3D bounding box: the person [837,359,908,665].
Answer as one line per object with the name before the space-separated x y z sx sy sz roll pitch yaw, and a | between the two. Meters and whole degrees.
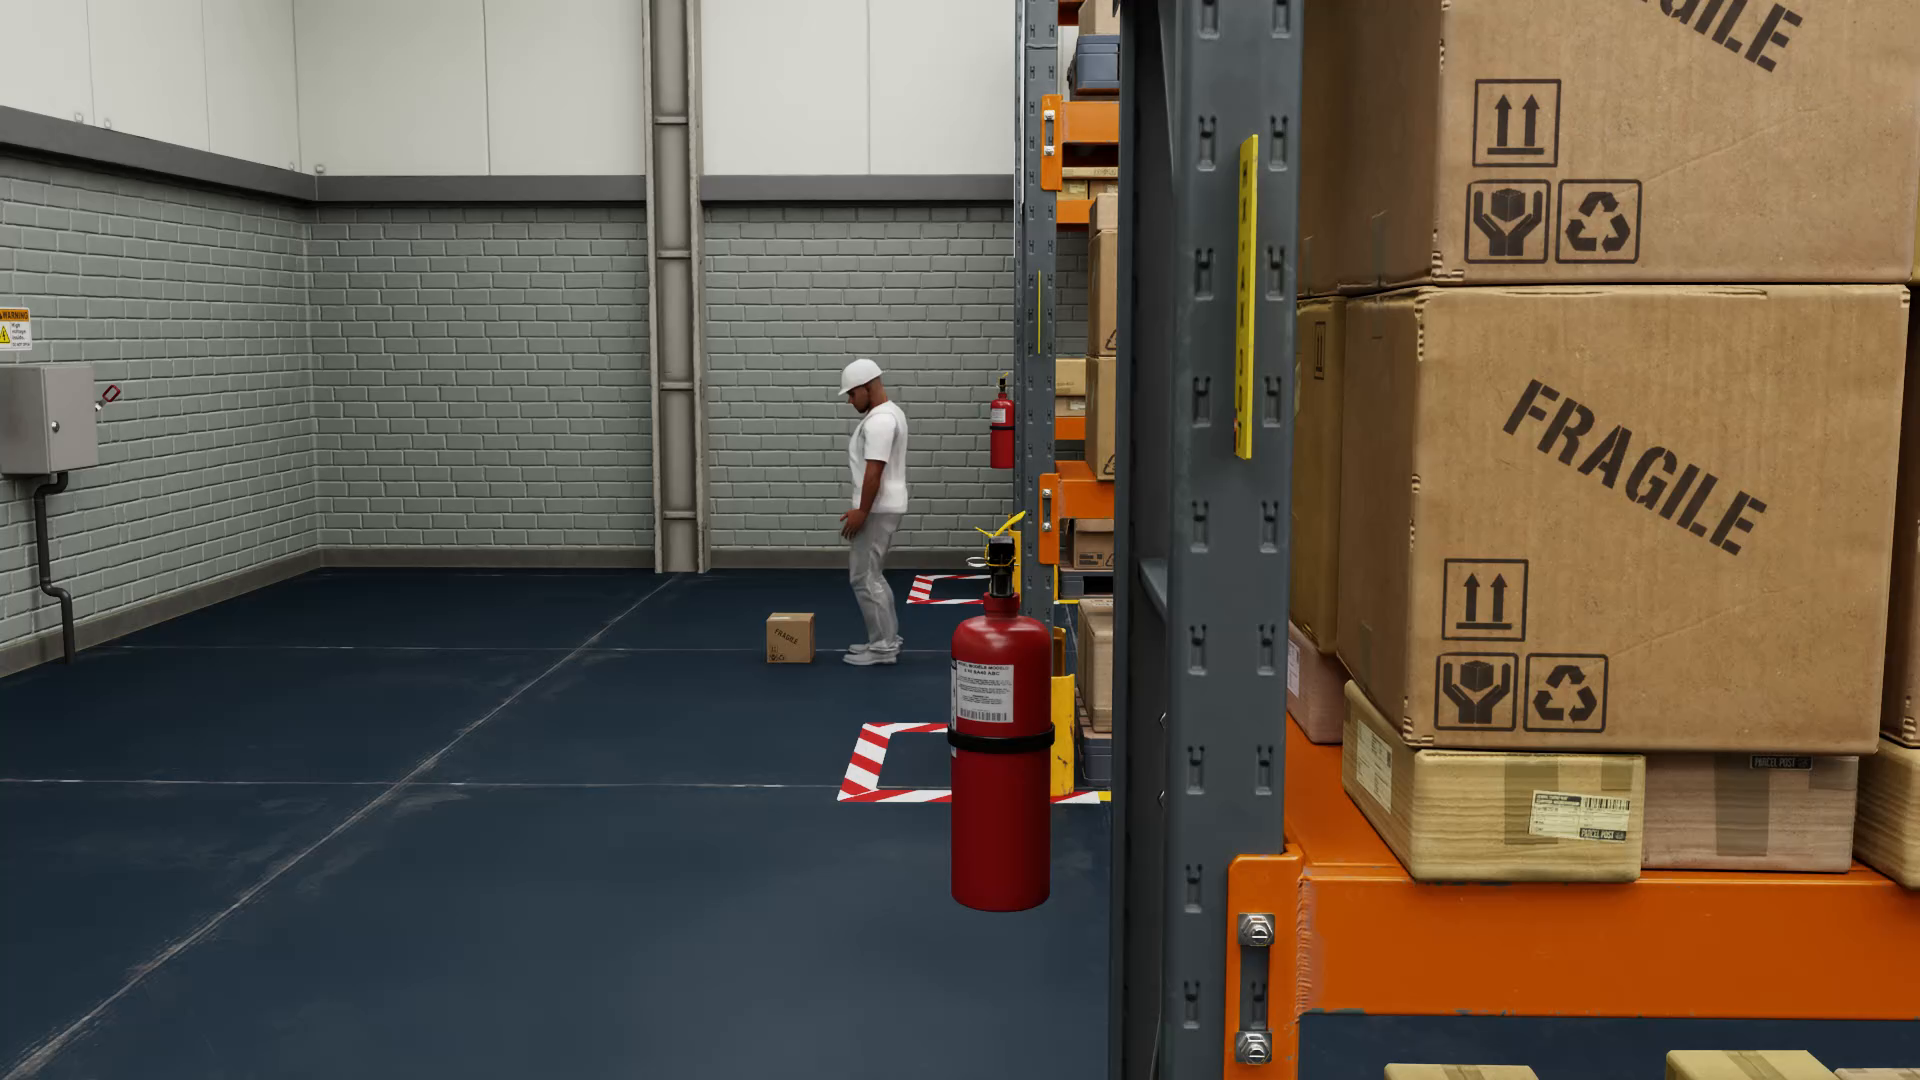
person | -0.504 -0.164 9.578 0.396 1.747 0.578 0 7 2
